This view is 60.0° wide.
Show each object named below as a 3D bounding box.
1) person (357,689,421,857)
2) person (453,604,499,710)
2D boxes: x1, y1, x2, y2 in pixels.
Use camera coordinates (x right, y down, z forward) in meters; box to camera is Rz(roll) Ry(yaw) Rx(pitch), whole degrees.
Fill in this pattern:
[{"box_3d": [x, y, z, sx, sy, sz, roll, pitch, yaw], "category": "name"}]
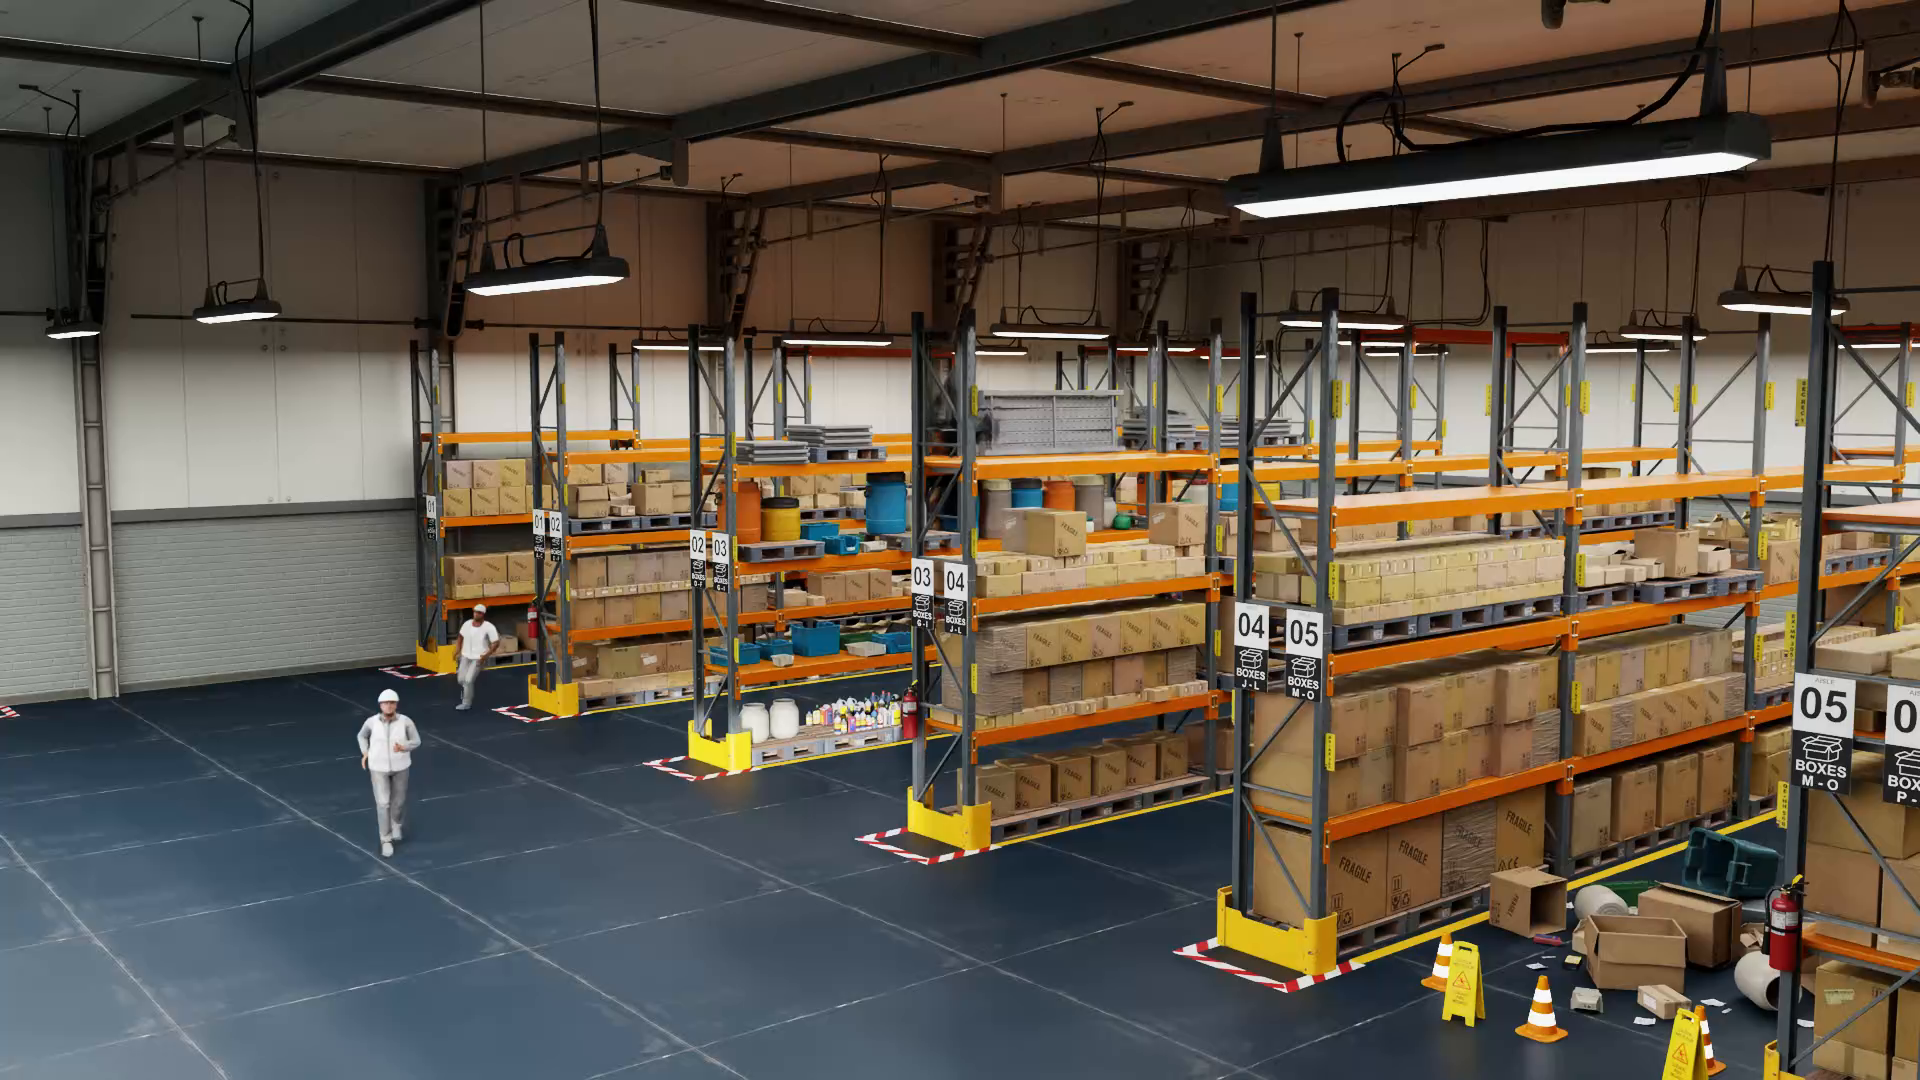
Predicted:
[{"box_3d": [-6.340, 2.542, 18.512, 0.658, 1.774, 0.872, -2, 6, -22], "category": "person"}, {"box_3d": [-7.742, 1.866, 26.567, 0.745, 1.692, 0.543, 1, 5, 10], "category": "person"}]
